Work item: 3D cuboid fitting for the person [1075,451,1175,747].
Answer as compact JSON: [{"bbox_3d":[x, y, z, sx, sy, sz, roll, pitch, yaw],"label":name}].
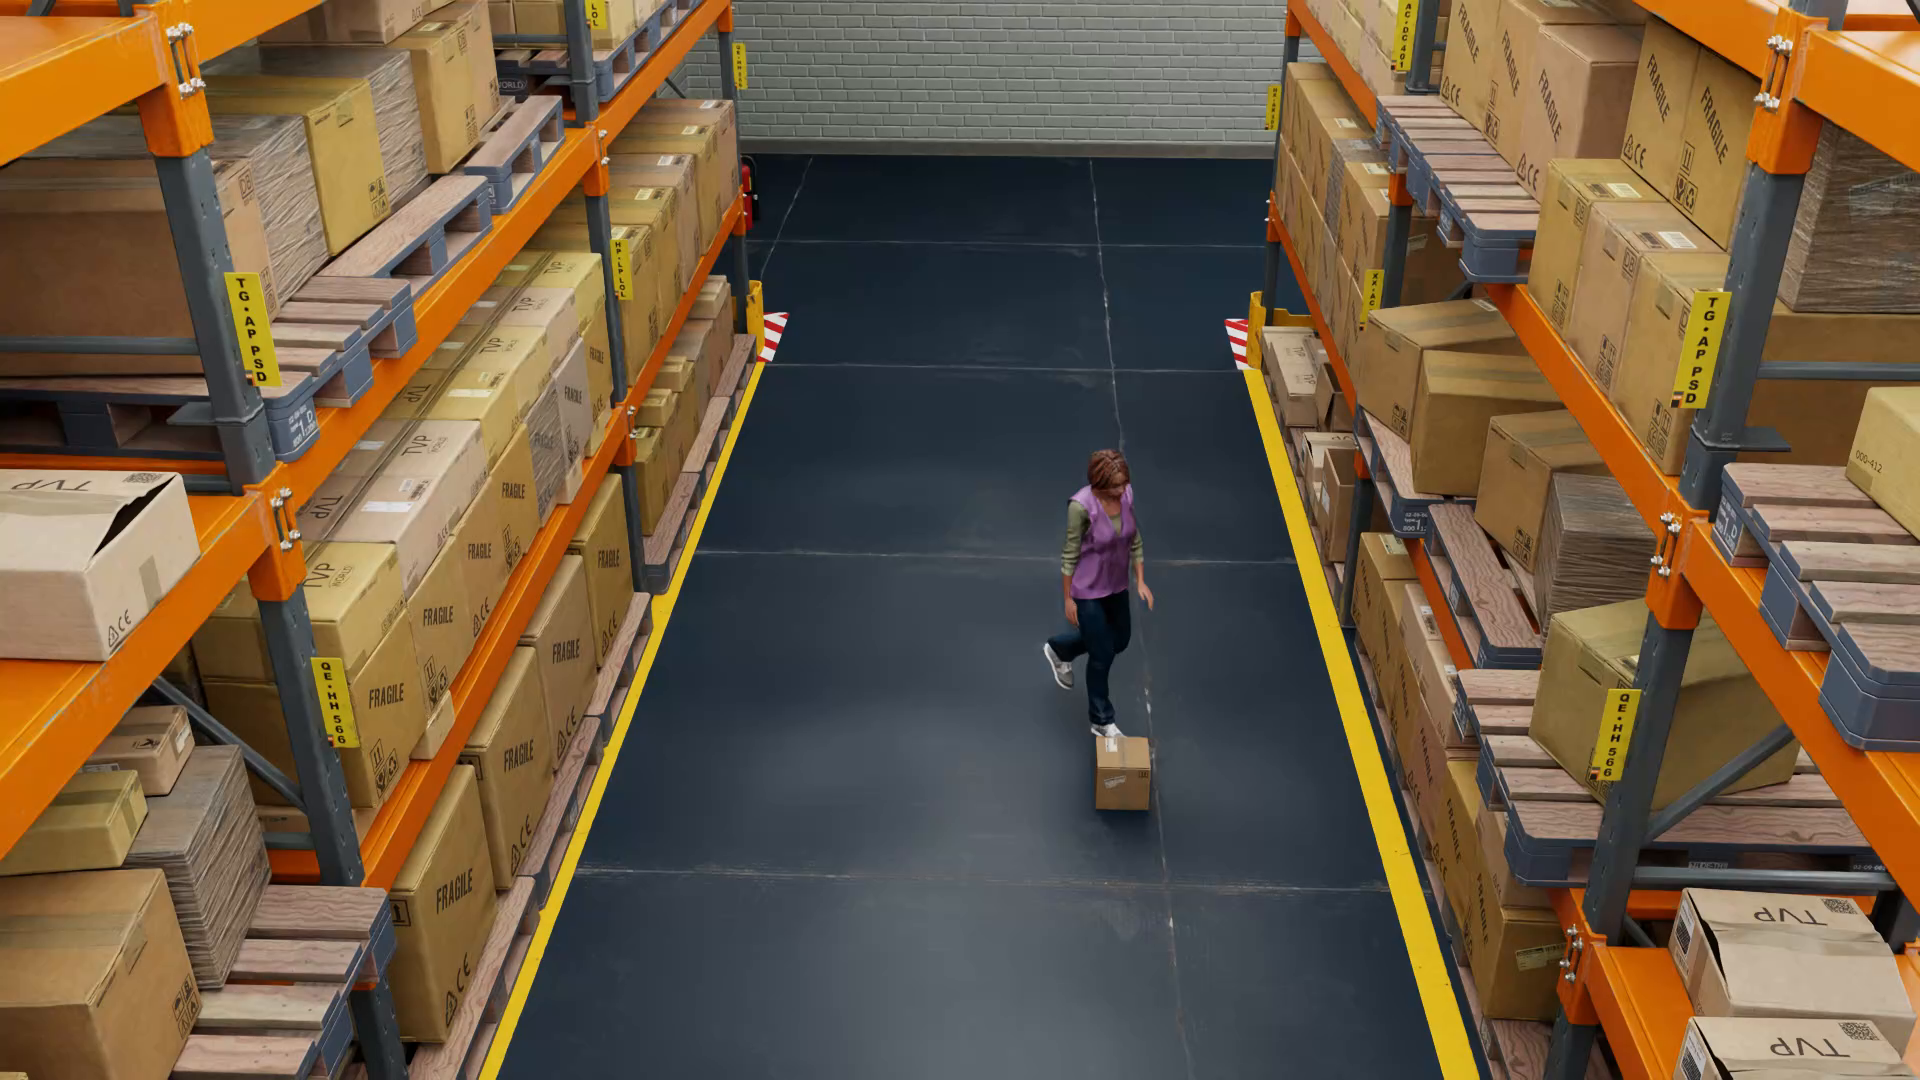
[{"bbox_3d":[0.800,0.311,8.082,0.484,1.641,0.393,-13,31,-22],"label":"person"}]
